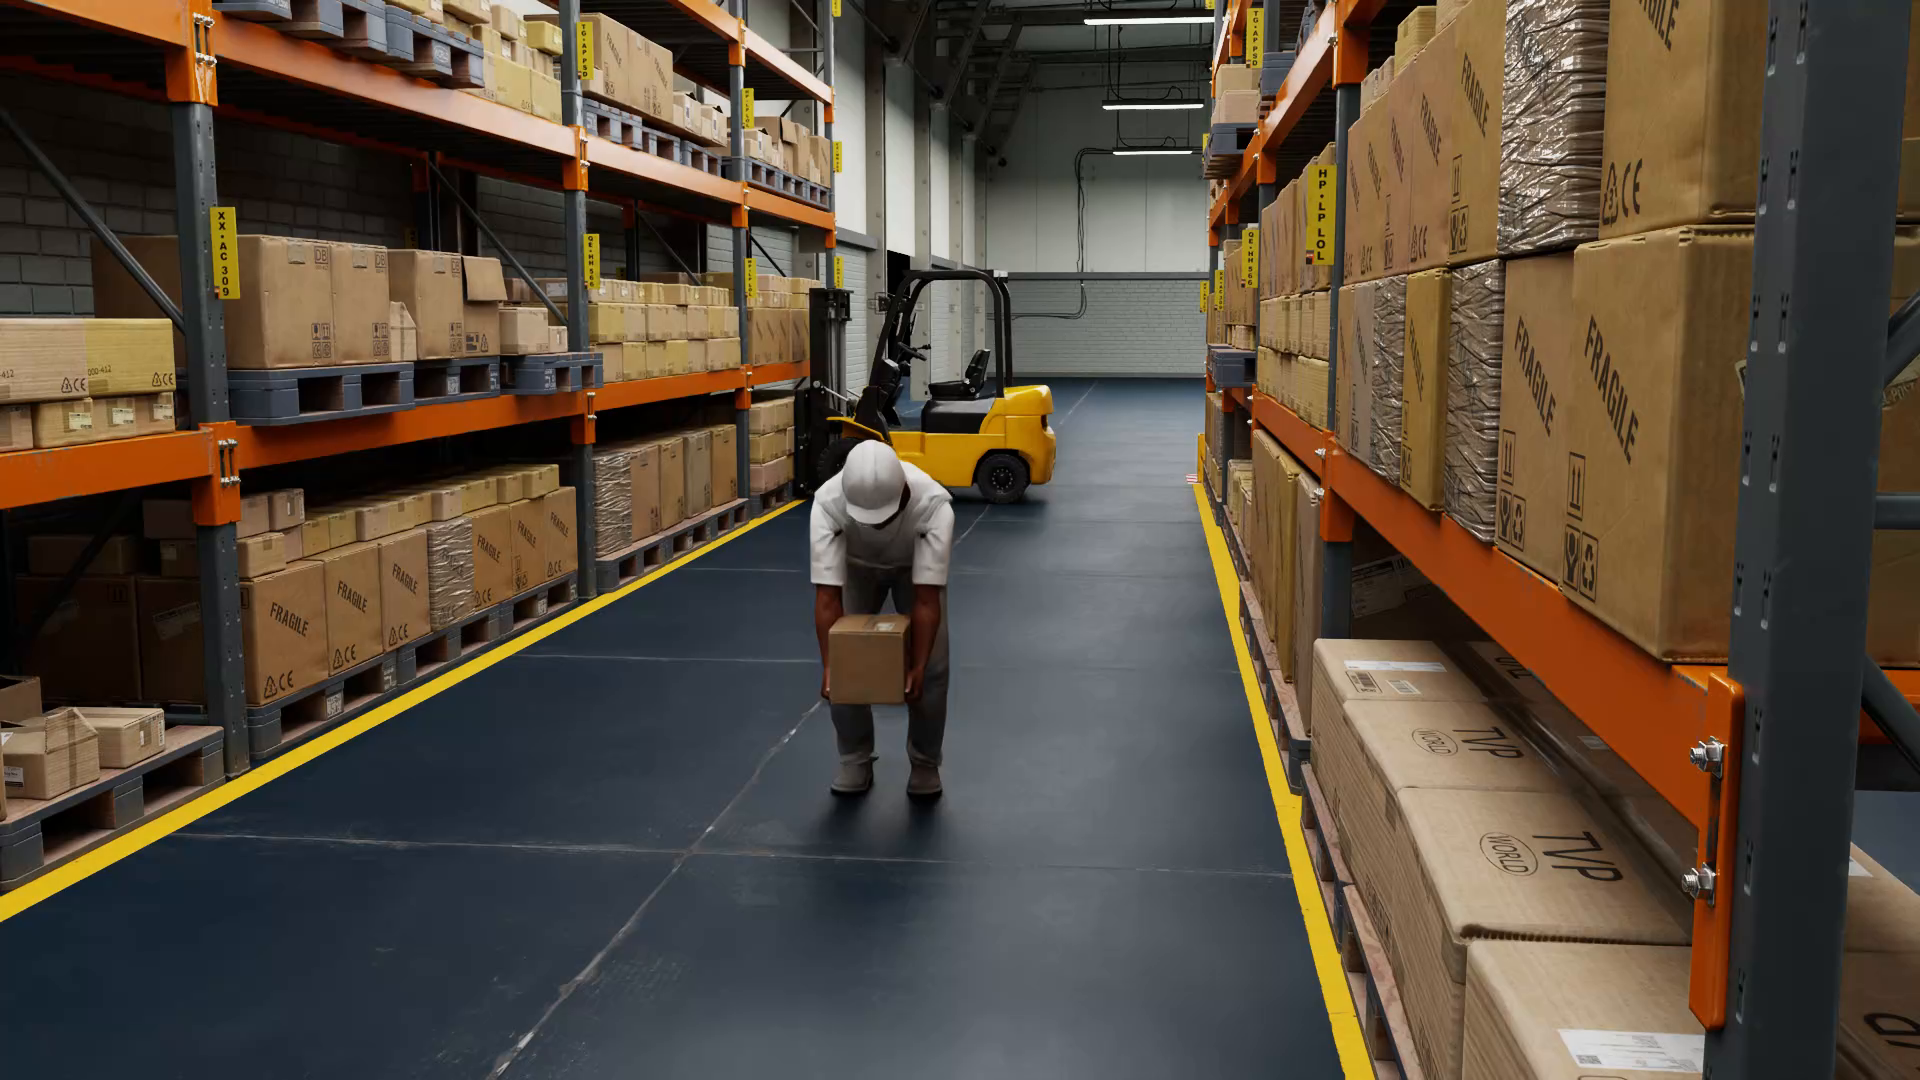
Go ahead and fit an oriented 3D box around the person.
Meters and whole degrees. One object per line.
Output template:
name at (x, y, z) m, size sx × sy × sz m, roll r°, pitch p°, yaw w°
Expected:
person at (-0.259, 0.281, 5.801) m, size 0.492 × 1.311 × 0.923 m, roll 1°, pitch 8°, yaw 4°
